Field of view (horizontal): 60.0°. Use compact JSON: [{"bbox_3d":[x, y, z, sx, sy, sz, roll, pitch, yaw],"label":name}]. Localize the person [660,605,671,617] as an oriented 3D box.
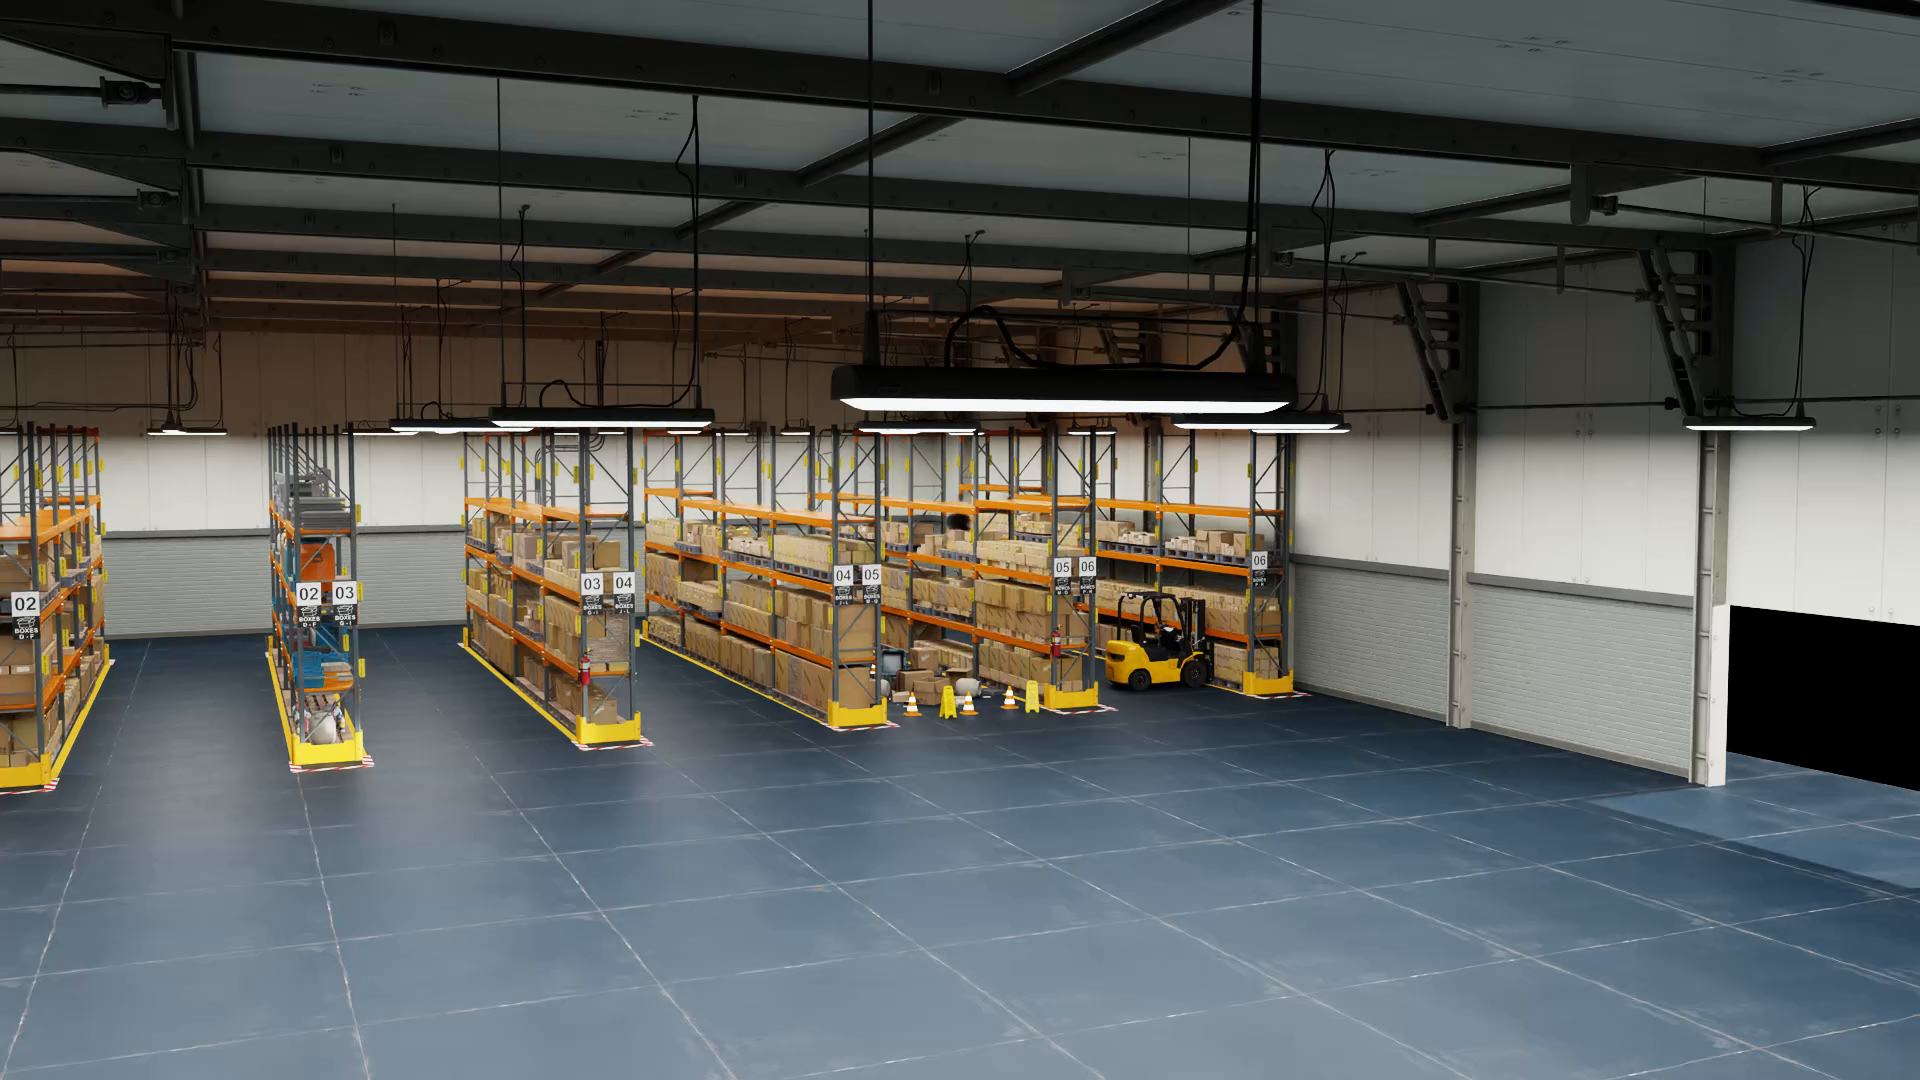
[{"bbox_3d":[-8.999,1.802,50.934,0.569,1.643,0.589,1,4,15],"label":"person"}]
